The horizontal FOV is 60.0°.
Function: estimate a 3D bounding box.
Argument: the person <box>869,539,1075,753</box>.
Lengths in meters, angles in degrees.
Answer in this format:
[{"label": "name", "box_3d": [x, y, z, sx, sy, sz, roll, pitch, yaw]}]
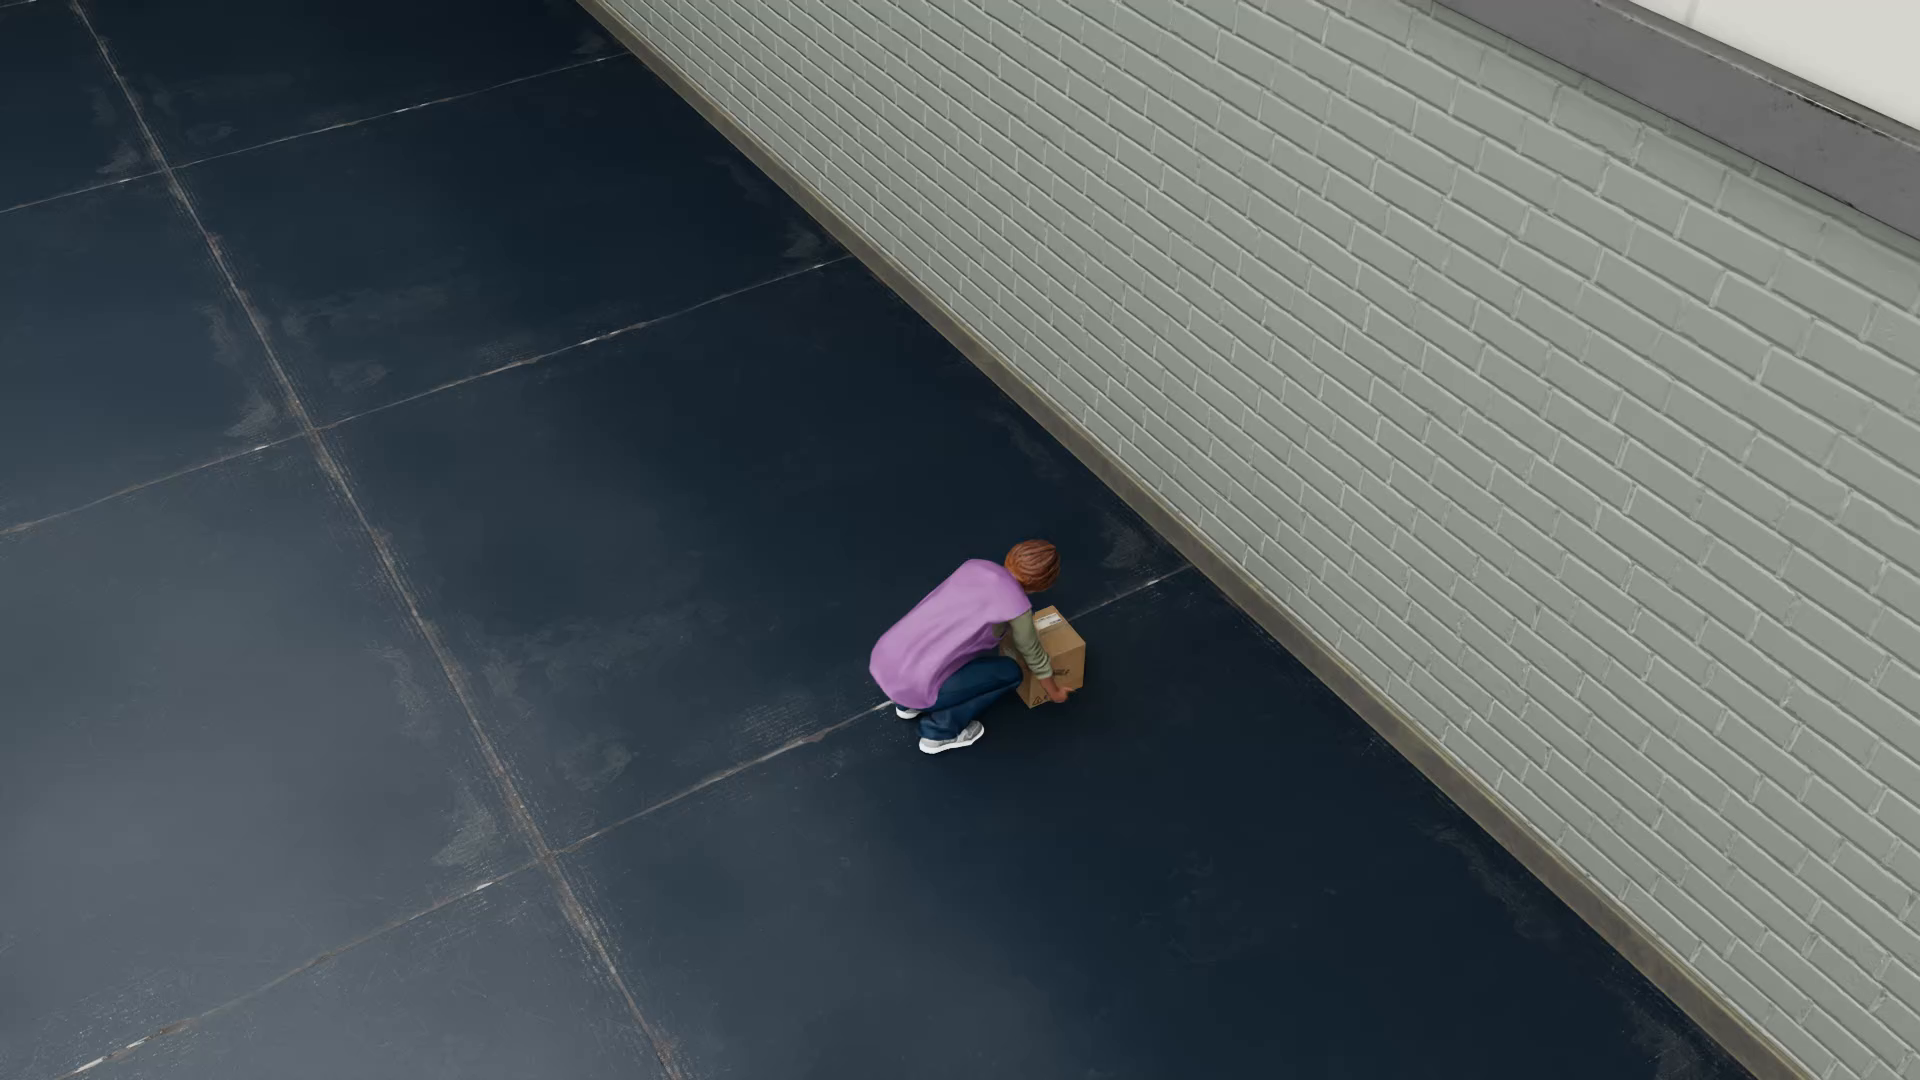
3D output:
[{"label": "person", "box_3d": [0.040, 0.431, 6.408, 0.831, 0.754, 0.435, -21, 45, -22]}]
